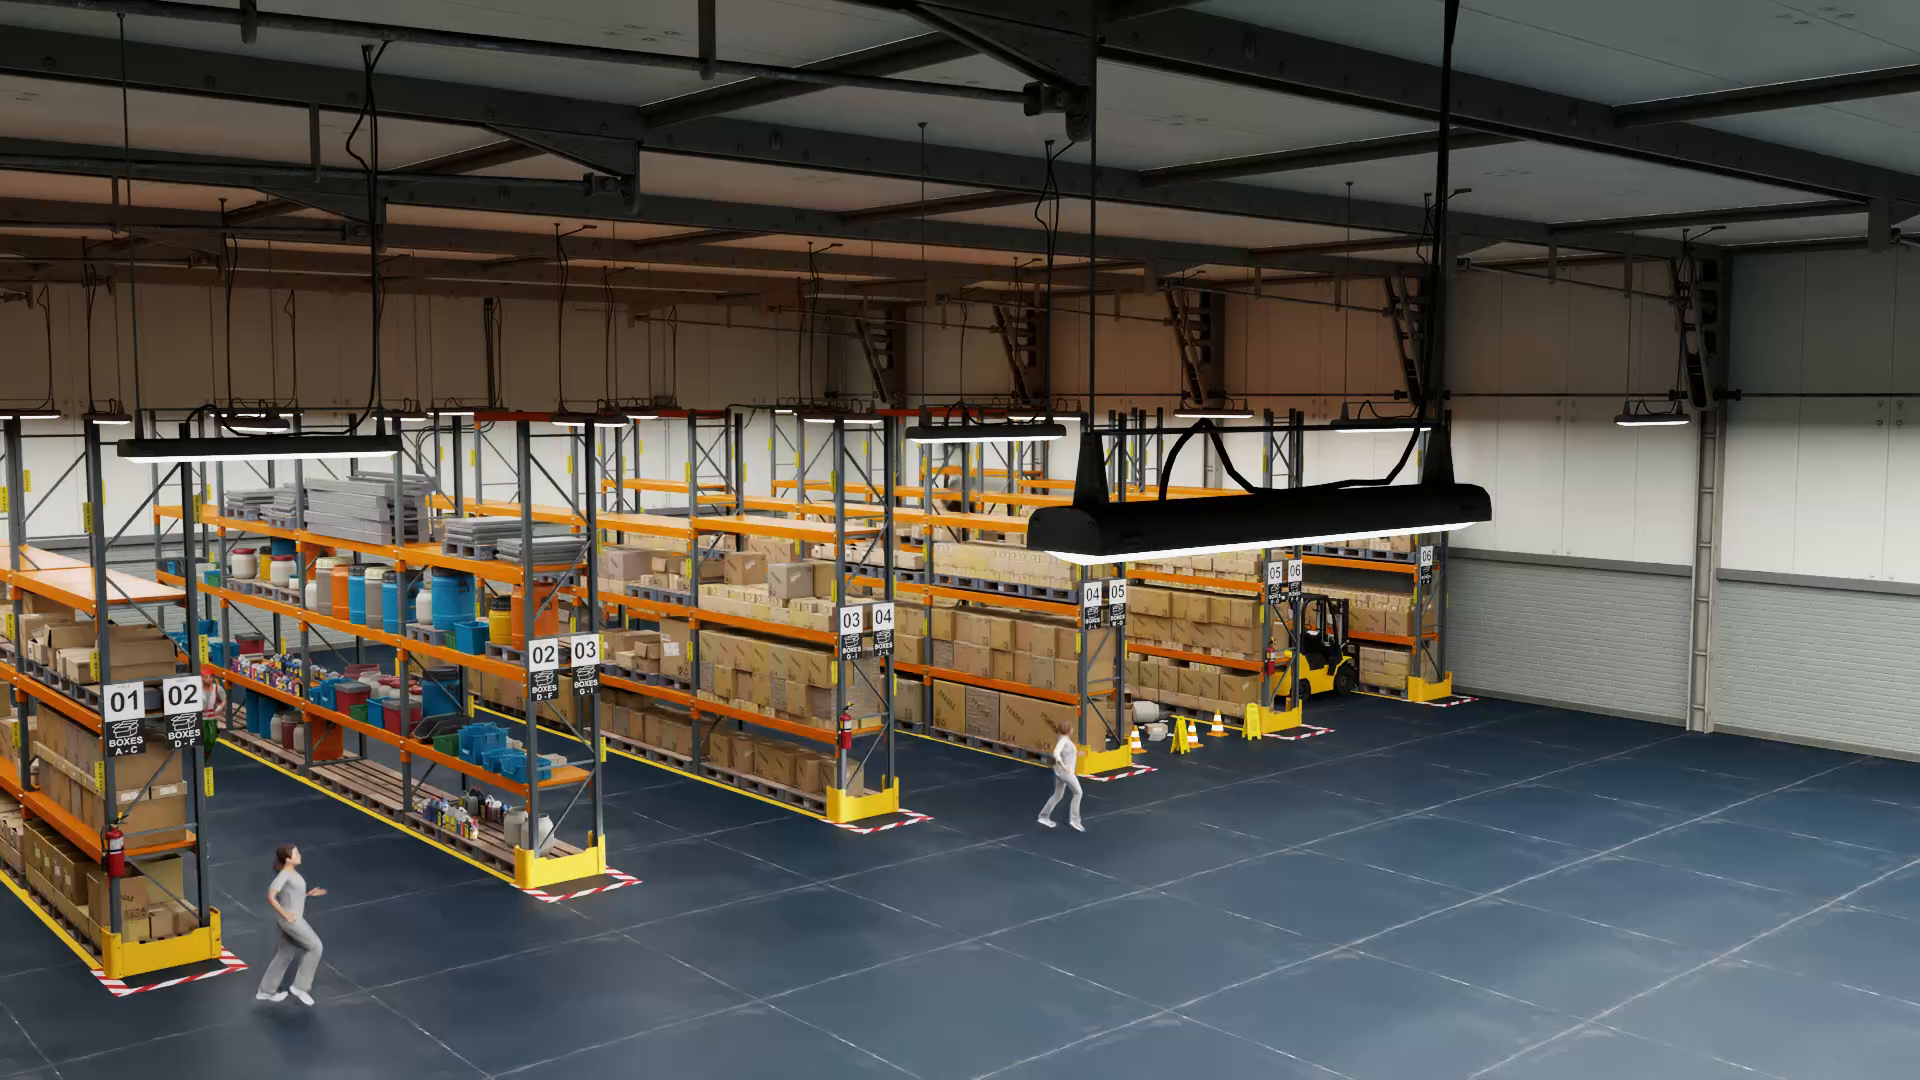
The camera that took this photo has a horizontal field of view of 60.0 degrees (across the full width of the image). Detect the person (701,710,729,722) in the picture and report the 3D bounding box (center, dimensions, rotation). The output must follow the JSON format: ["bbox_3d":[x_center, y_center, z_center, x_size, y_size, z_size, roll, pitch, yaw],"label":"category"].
[{"bbox_3d":[-4.881,2.668,32.444,1.061,1.715,0.745,5,7,42],"label":"person"}]

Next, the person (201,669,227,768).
[{"bbox_3d":[-12.682,3.022,27.940,0.710,1.728,0.665,-4,6,-36],"label":"person"}]

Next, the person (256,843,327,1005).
[{"bbox_3d":[-6.940,3.991,17.248,0.726,1.708,0.542,-2,6,-25],"label":"person"}]

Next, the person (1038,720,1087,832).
[{"bbox_3d":[1.496,3.421,24.075,0.736,1.647,0.522,-1,5,-13],"label":"person"}]
